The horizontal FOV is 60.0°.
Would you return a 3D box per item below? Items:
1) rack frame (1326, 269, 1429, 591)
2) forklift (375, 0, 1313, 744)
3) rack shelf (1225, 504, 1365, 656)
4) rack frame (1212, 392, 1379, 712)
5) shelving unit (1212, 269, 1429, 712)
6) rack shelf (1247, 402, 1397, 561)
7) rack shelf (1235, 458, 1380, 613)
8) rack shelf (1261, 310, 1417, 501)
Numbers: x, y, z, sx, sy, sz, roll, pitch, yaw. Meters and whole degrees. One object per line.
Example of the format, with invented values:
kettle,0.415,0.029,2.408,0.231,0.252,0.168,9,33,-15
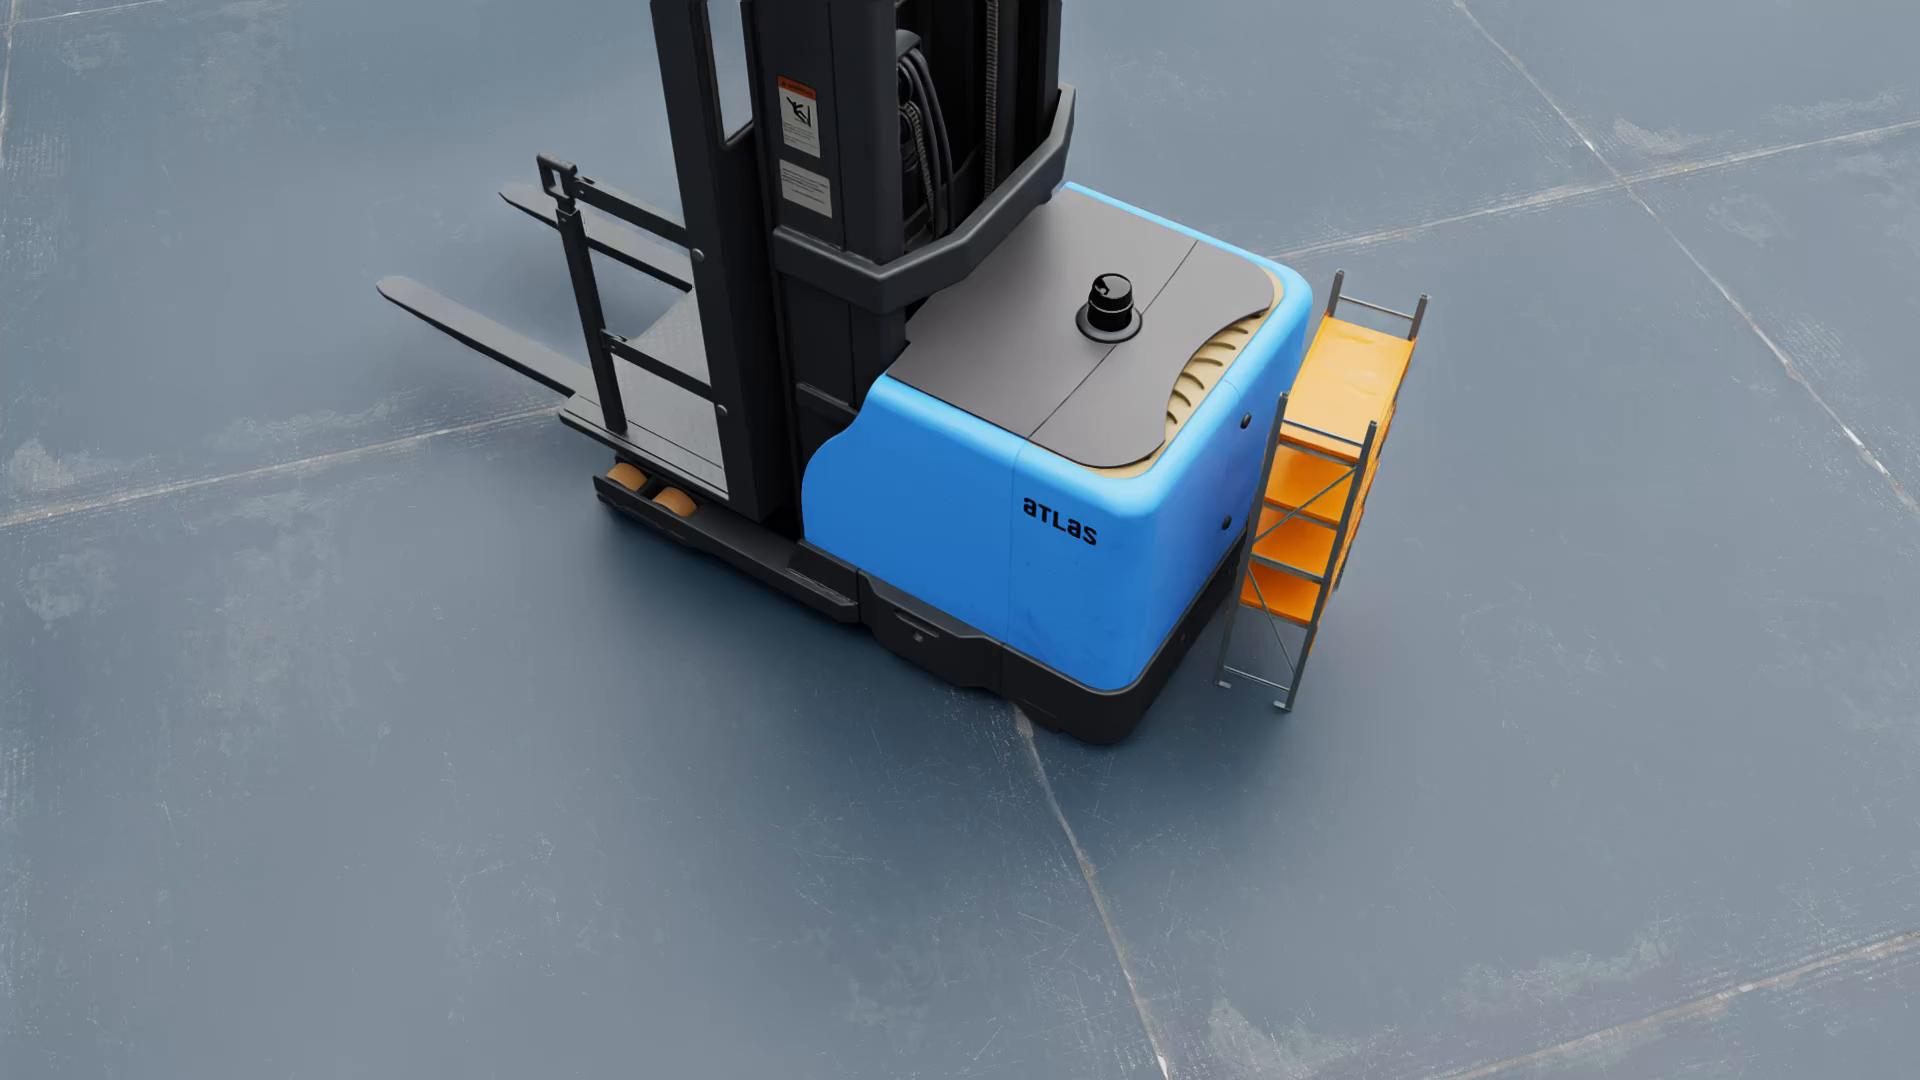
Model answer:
rack frame,1.064,-0.268,4.688,0.240,1.200,0.015,20,53,14
forklift,-0.553,-1.260,4.395,3.031,2.935,1.130,26,55,20
rack shelf,0.960,0.072,4.749,0.258,0.148,0.480,20,53,14
rack frame,0.864,0.072,4.401,0.240,1.200,0.015,20,53,14
shelving unit,0.964,-0.098,4.545,0.258,1.200,0.503,20,53,14
rack shelf,0.967,-0.198,4.424,0.258,0.148,0.480,20,53,14
rack shelf,0.963,-0.055,4.596,0.258,0.148,0.480,20,53,14
rack shelf,0.971,-0.349,4.242,0.258,0.148,0.480,20,53,14
